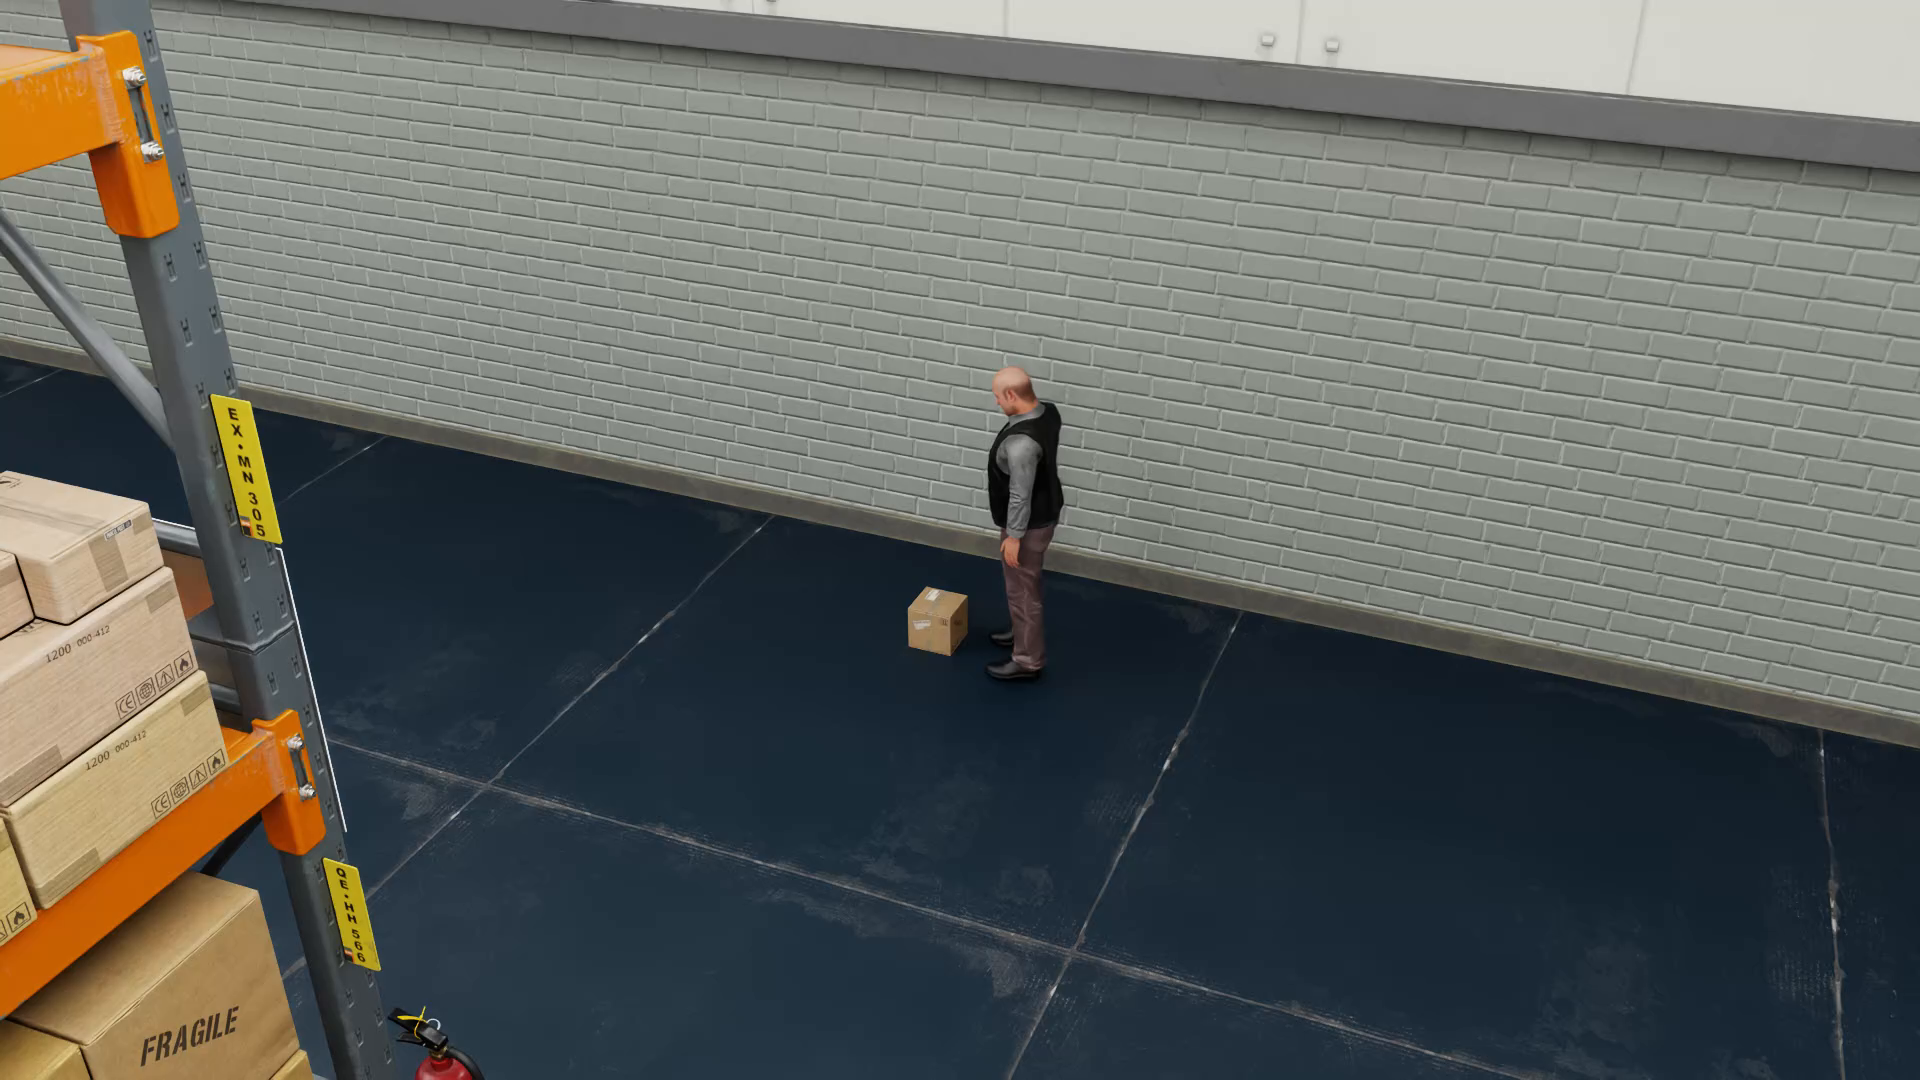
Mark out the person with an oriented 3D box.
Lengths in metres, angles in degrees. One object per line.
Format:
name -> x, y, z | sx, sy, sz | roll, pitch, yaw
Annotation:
person -> 0.313, -0.095, 8.563 | 0.409, 1.705, 0.572 | 8, 30, 14
